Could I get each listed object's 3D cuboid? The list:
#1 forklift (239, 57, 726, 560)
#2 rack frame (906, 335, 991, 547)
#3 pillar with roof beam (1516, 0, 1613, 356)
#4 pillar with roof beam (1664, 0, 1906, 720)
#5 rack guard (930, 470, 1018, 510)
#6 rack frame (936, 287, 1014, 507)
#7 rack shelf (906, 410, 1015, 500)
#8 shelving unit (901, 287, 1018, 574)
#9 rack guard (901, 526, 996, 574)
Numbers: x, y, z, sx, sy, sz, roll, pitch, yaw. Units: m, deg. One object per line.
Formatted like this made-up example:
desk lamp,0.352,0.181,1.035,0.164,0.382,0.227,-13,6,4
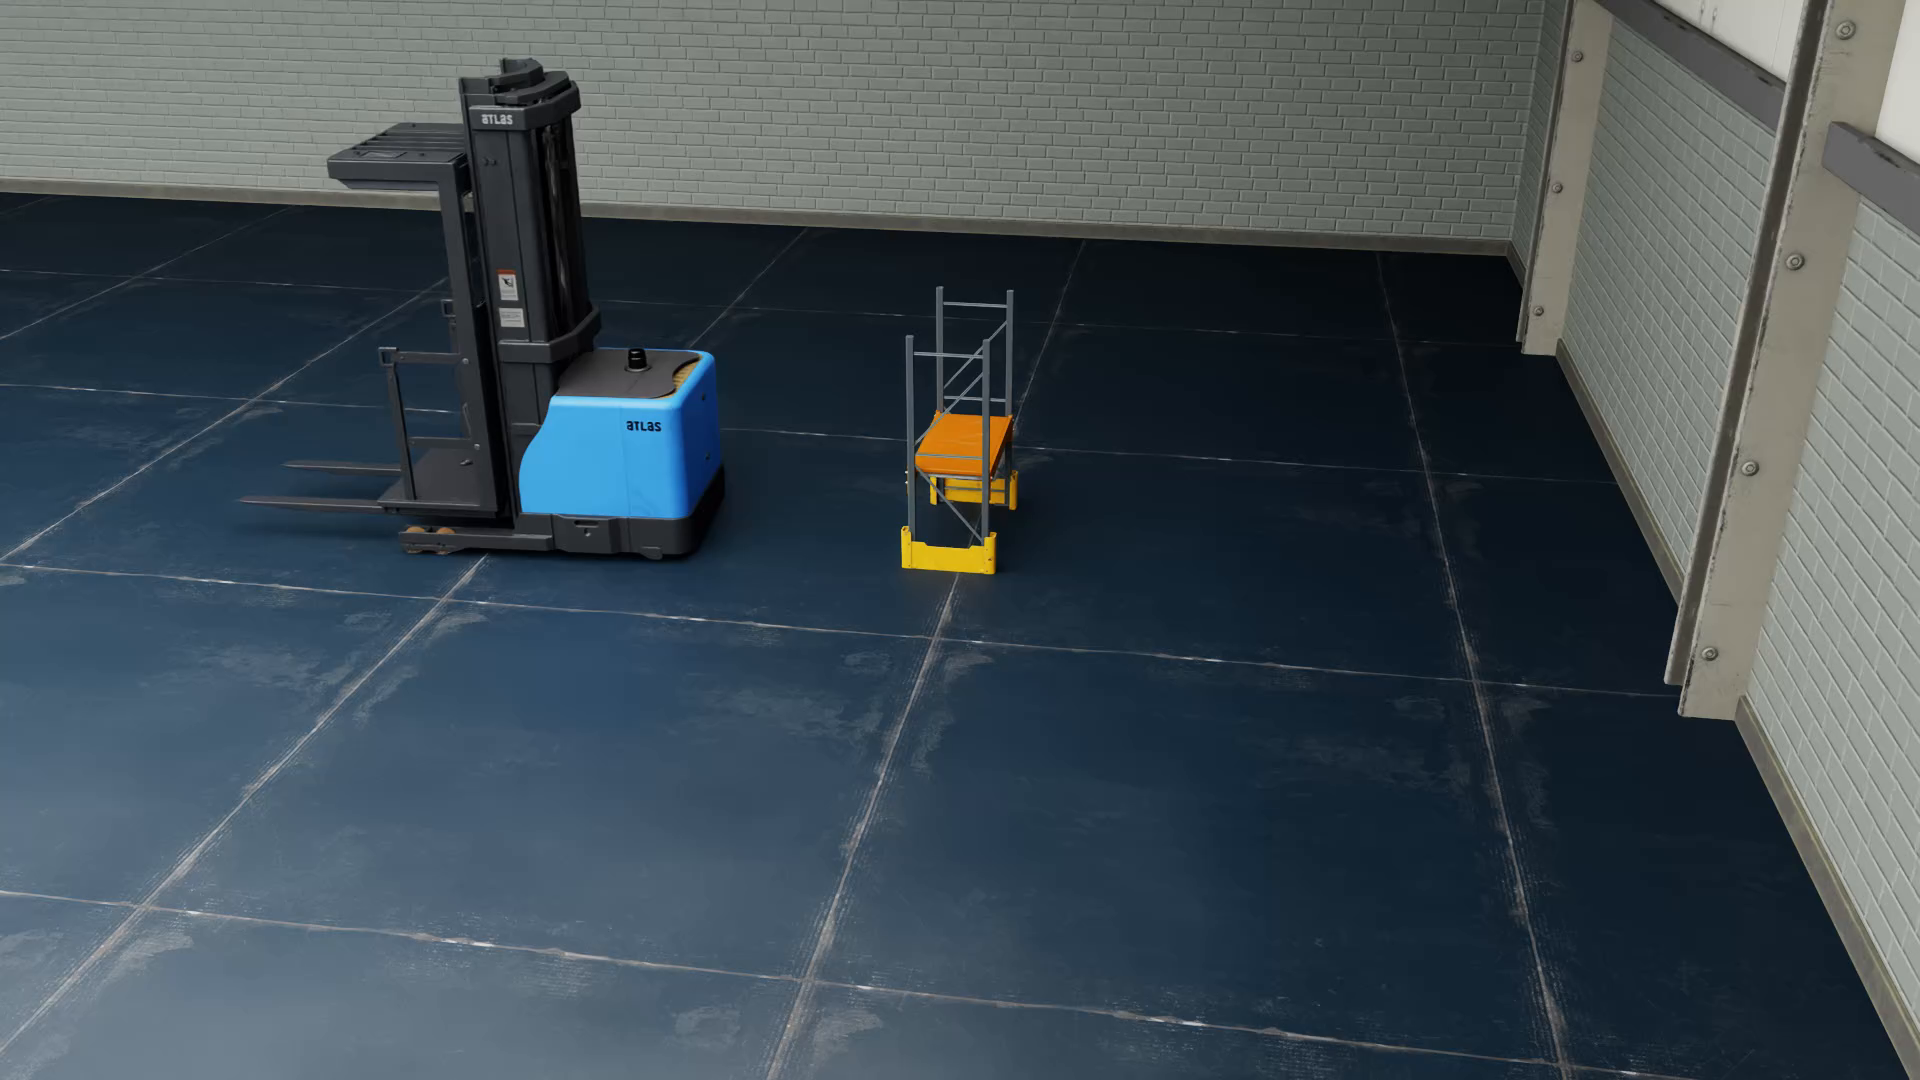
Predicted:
forklift,-3.133,-1.454,10.398,3.031,2.935,1.130,2,25,5
rack frame,-0.069,-0.502,10.054,0.500,1.500,0.032,4,25,9
pillar with roof beam,0.713,-6.028,13.014,9.100,9.000,0.400,4,25,9
pillar with roof beam,-0.267,-3.519,7.653,9.100,9.000,0.400,4,25,9
rack guard,0.094,-0.353,11.210,0.587,0.250,0.087,4,25,9
rack frame,0.097,-0.928,10.962,0.500,1.500,0.032,4,25,9
rack shelf,0.014,-0.552,10.585,0.538,0.185,1.000,4,25,9
shelving unit,0.012,-0.711,10.500,0.587,1.500,1.083,4,25,9
rack guard,-0.069,0.063,10.320,0.587,0.250,0.087,4,25,9
